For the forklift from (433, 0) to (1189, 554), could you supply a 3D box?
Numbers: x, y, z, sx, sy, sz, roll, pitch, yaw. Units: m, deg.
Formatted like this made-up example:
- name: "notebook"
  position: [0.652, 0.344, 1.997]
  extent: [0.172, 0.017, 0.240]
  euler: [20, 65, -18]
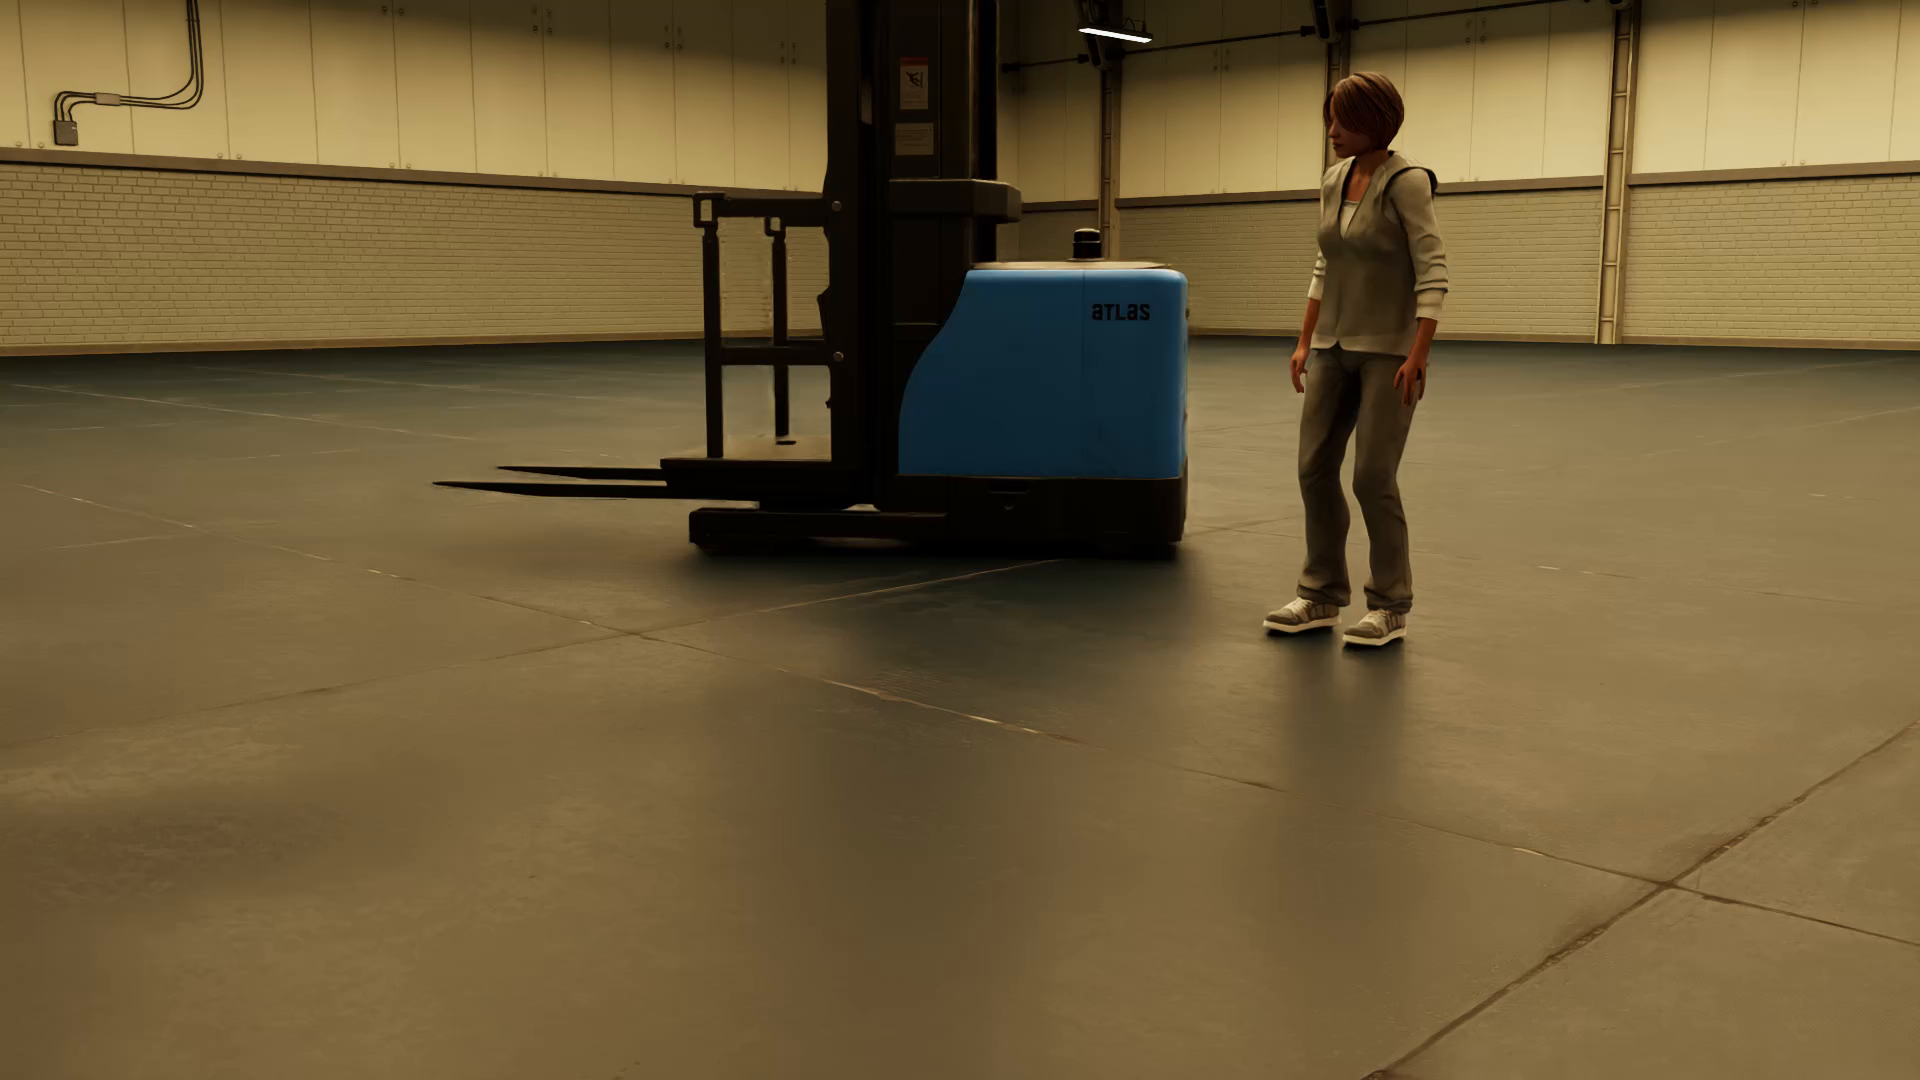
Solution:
- name: "forklift"
  position: [-0.601, -1.475, 6.672]
  extent: [3.031, 2.935, 1.130]
  euler: [1, 9, 9]

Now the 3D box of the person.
- name: "person"
  position: [1.136, -0.503, 4.726]
  extent: [0.363, 1.590, 0.505]
  euler: [-5, 10, -32]
